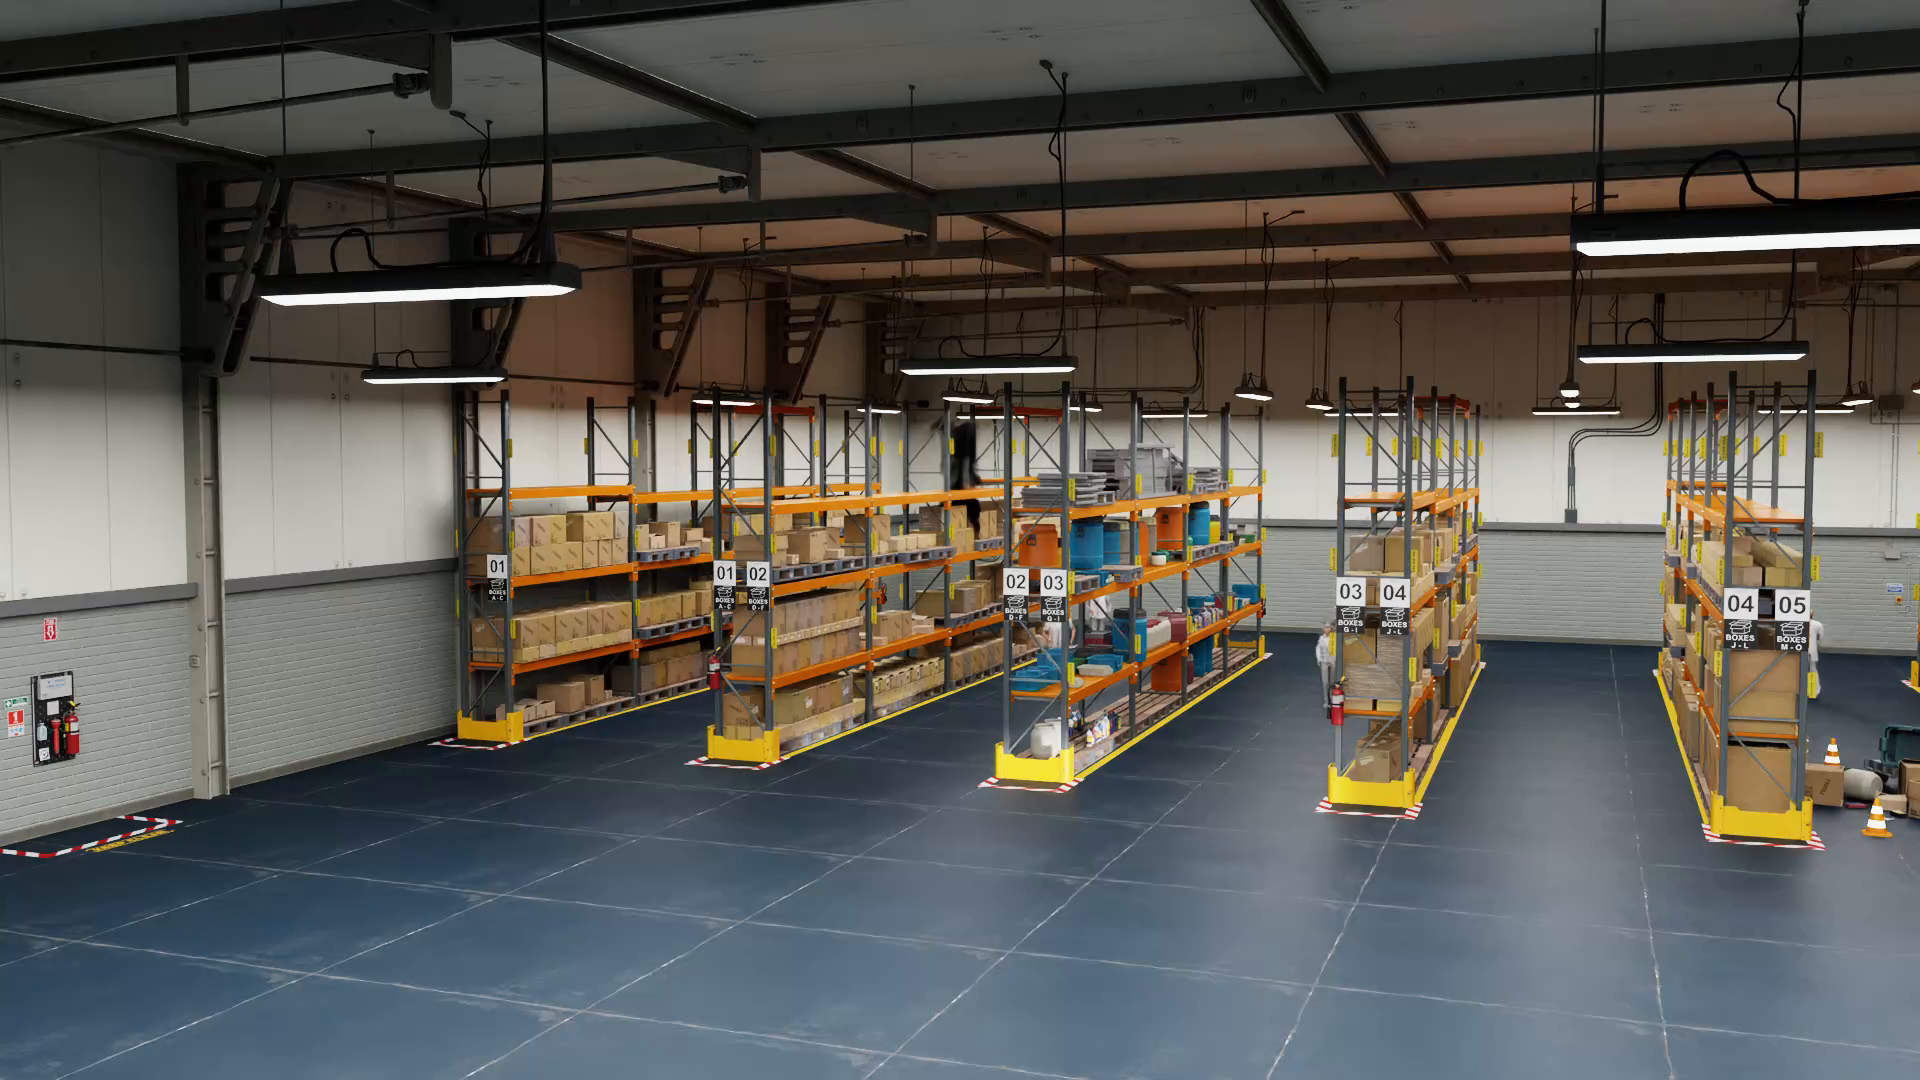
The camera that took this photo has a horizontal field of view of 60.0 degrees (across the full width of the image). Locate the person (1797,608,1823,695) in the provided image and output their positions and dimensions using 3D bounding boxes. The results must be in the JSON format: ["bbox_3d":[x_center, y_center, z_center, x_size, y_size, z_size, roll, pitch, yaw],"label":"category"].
[{"bbox_3d":[17.074,2.265,33.595,0.724,1.794,0.953,1,3,10],"label":"person"}]

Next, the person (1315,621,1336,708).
[{"bbox_3d":[7.193,2.402,32.338,0.614,1.678,0.616,2,3,26],"label":"person"}]

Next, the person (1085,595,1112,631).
[{"bbox_3d":[3.392,1.897,40.832,0.659,1.730,0.578,0,3,9],"label":"person"}]

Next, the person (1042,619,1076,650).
[{"bbox_3d":[2.060,2.218,34.629,0.688,1.787,0.817,0,3,6],"label":"person"}]
